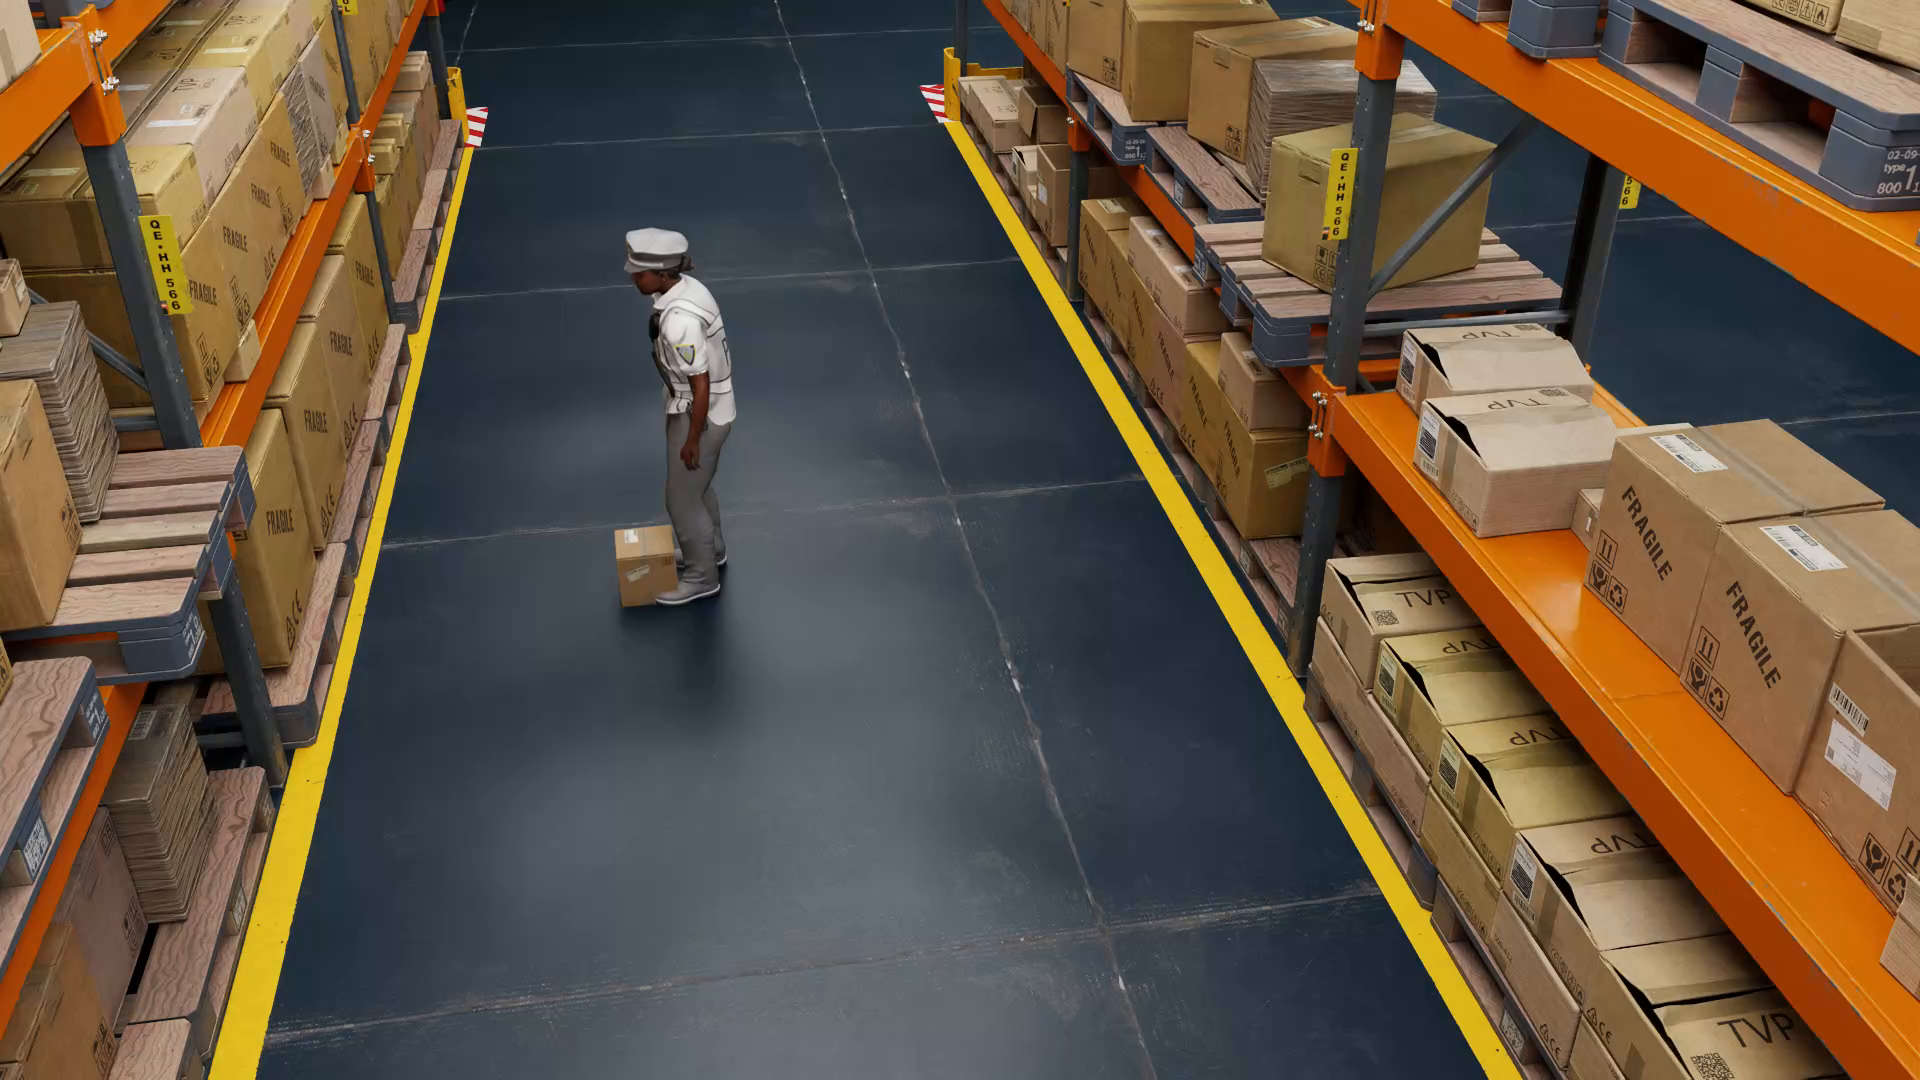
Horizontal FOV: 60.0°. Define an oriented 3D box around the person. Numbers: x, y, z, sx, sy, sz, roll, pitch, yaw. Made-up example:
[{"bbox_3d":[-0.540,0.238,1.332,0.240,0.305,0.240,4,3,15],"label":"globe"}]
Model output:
[{"bbox_3d":[-1.160,-0.516,6.999,0.427,1.656,0.517,-7,32,-11],"label":"person"}]
